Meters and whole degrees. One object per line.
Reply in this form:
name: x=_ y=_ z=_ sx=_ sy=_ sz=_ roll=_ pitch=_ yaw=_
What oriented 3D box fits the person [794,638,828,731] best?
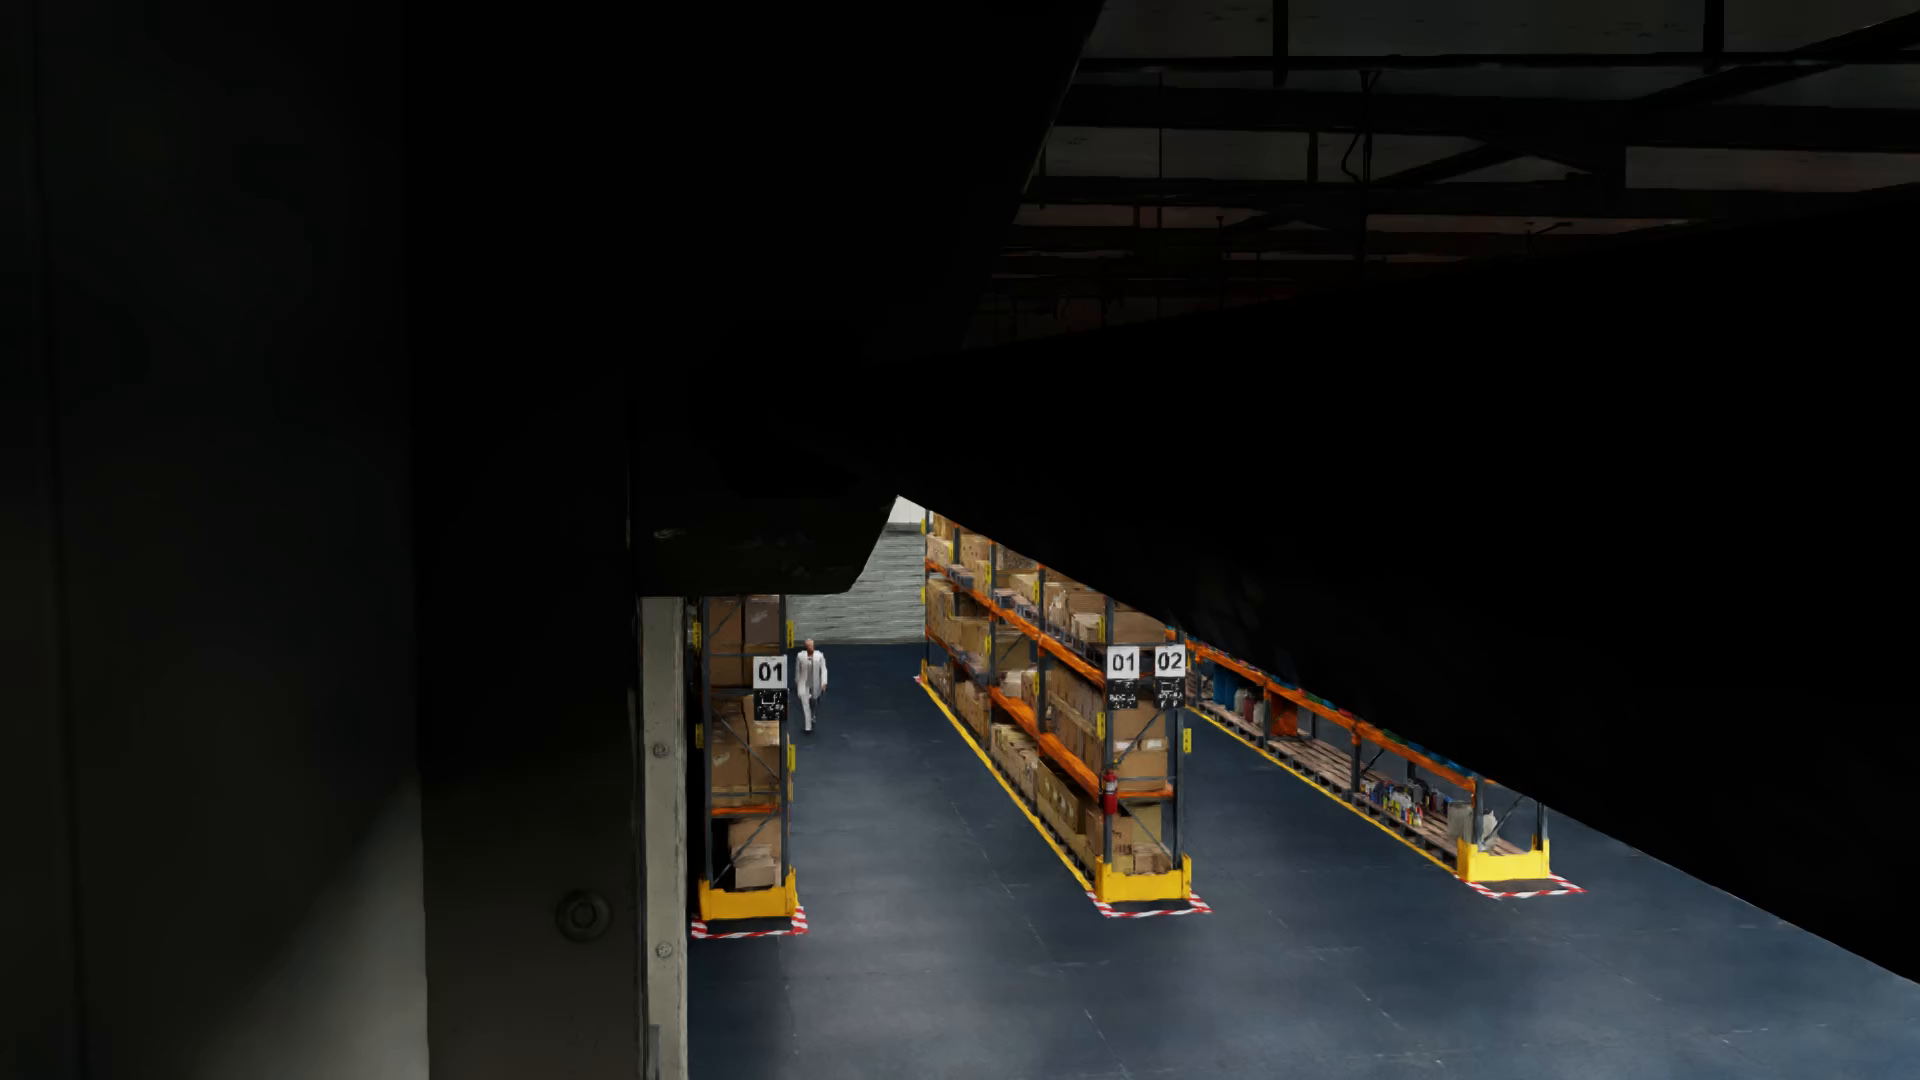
person: x=-2.810 y=2.706 z=31.385 sx=0.598 sy=1.725 sz=1.110 roll=-1 pitch=5 yaw=-11
